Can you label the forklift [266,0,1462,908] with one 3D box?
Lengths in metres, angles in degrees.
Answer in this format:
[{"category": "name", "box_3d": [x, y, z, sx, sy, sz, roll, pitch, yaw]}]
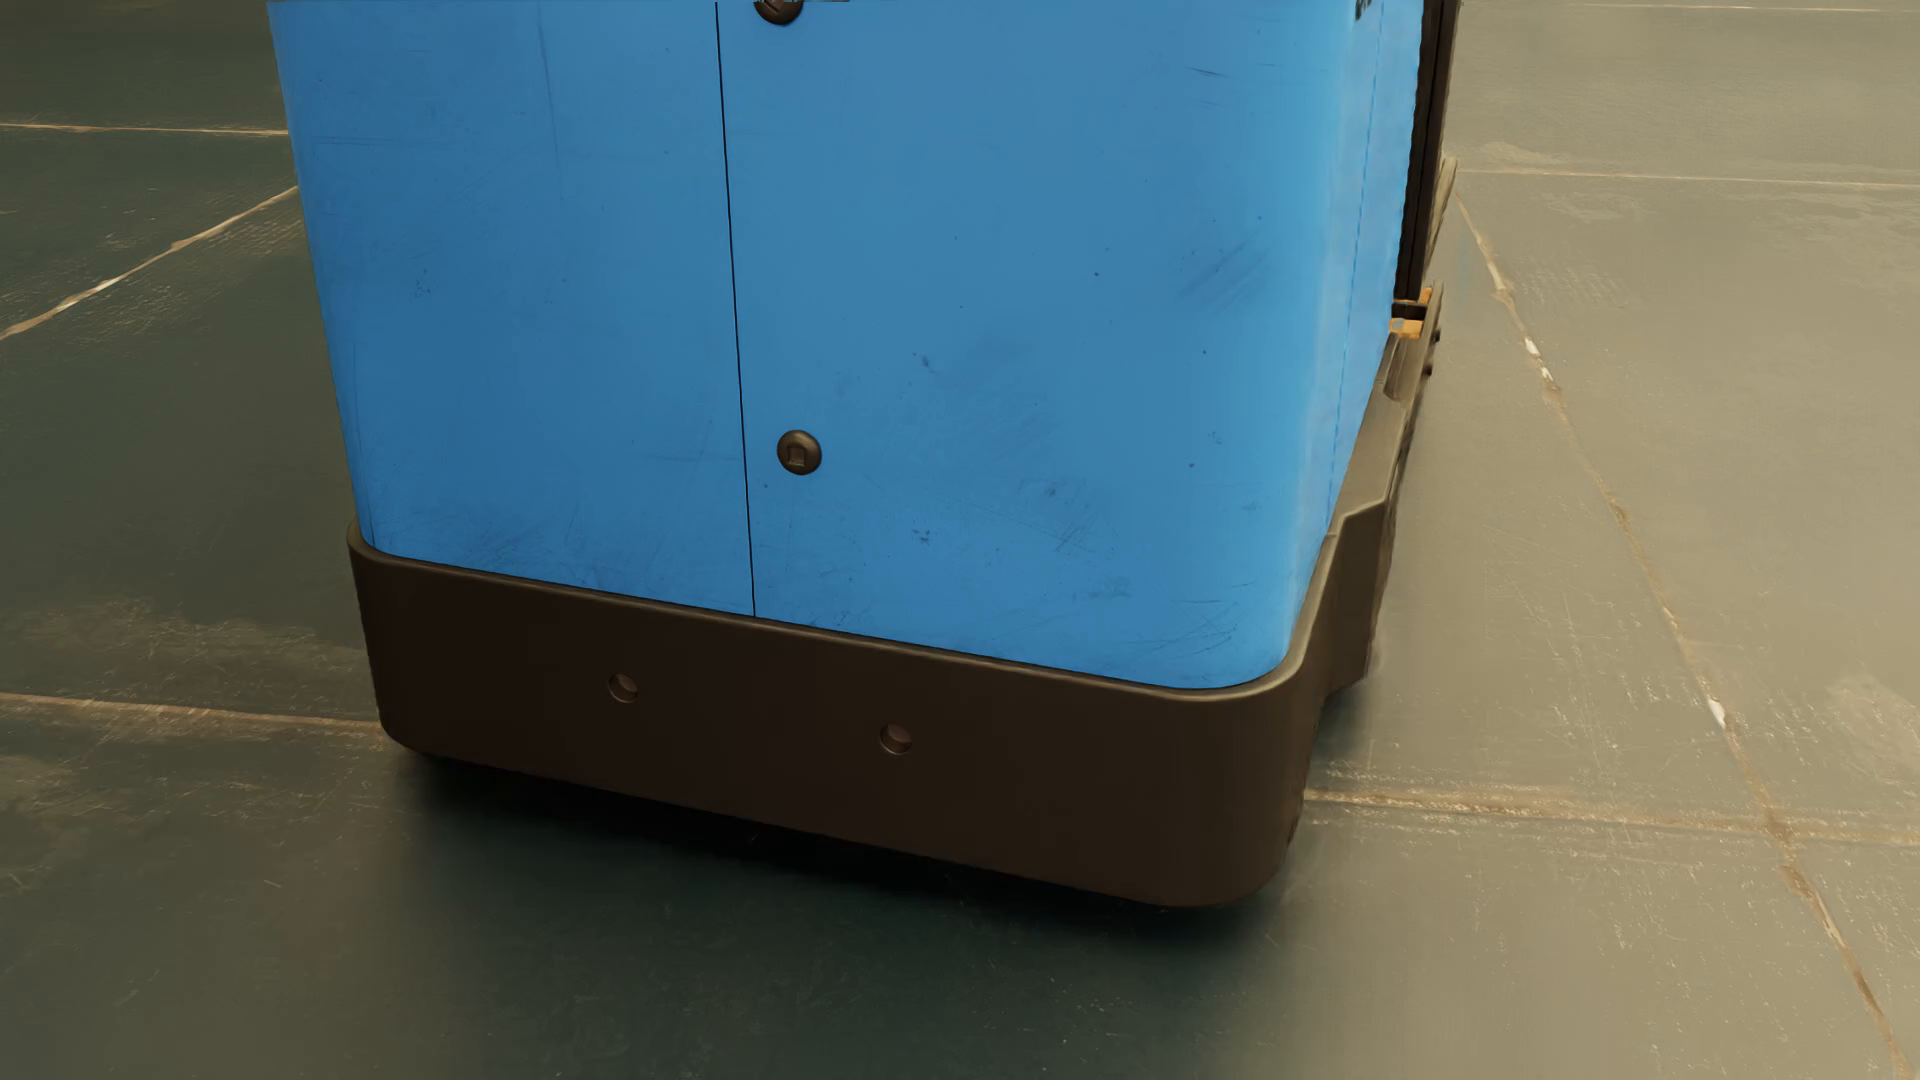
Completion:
[{"category": "forklift", "box_3d": [0.276, -1.591, 2.405, 1.130, 2.935, 3.031, 9, 28, 17]}]
